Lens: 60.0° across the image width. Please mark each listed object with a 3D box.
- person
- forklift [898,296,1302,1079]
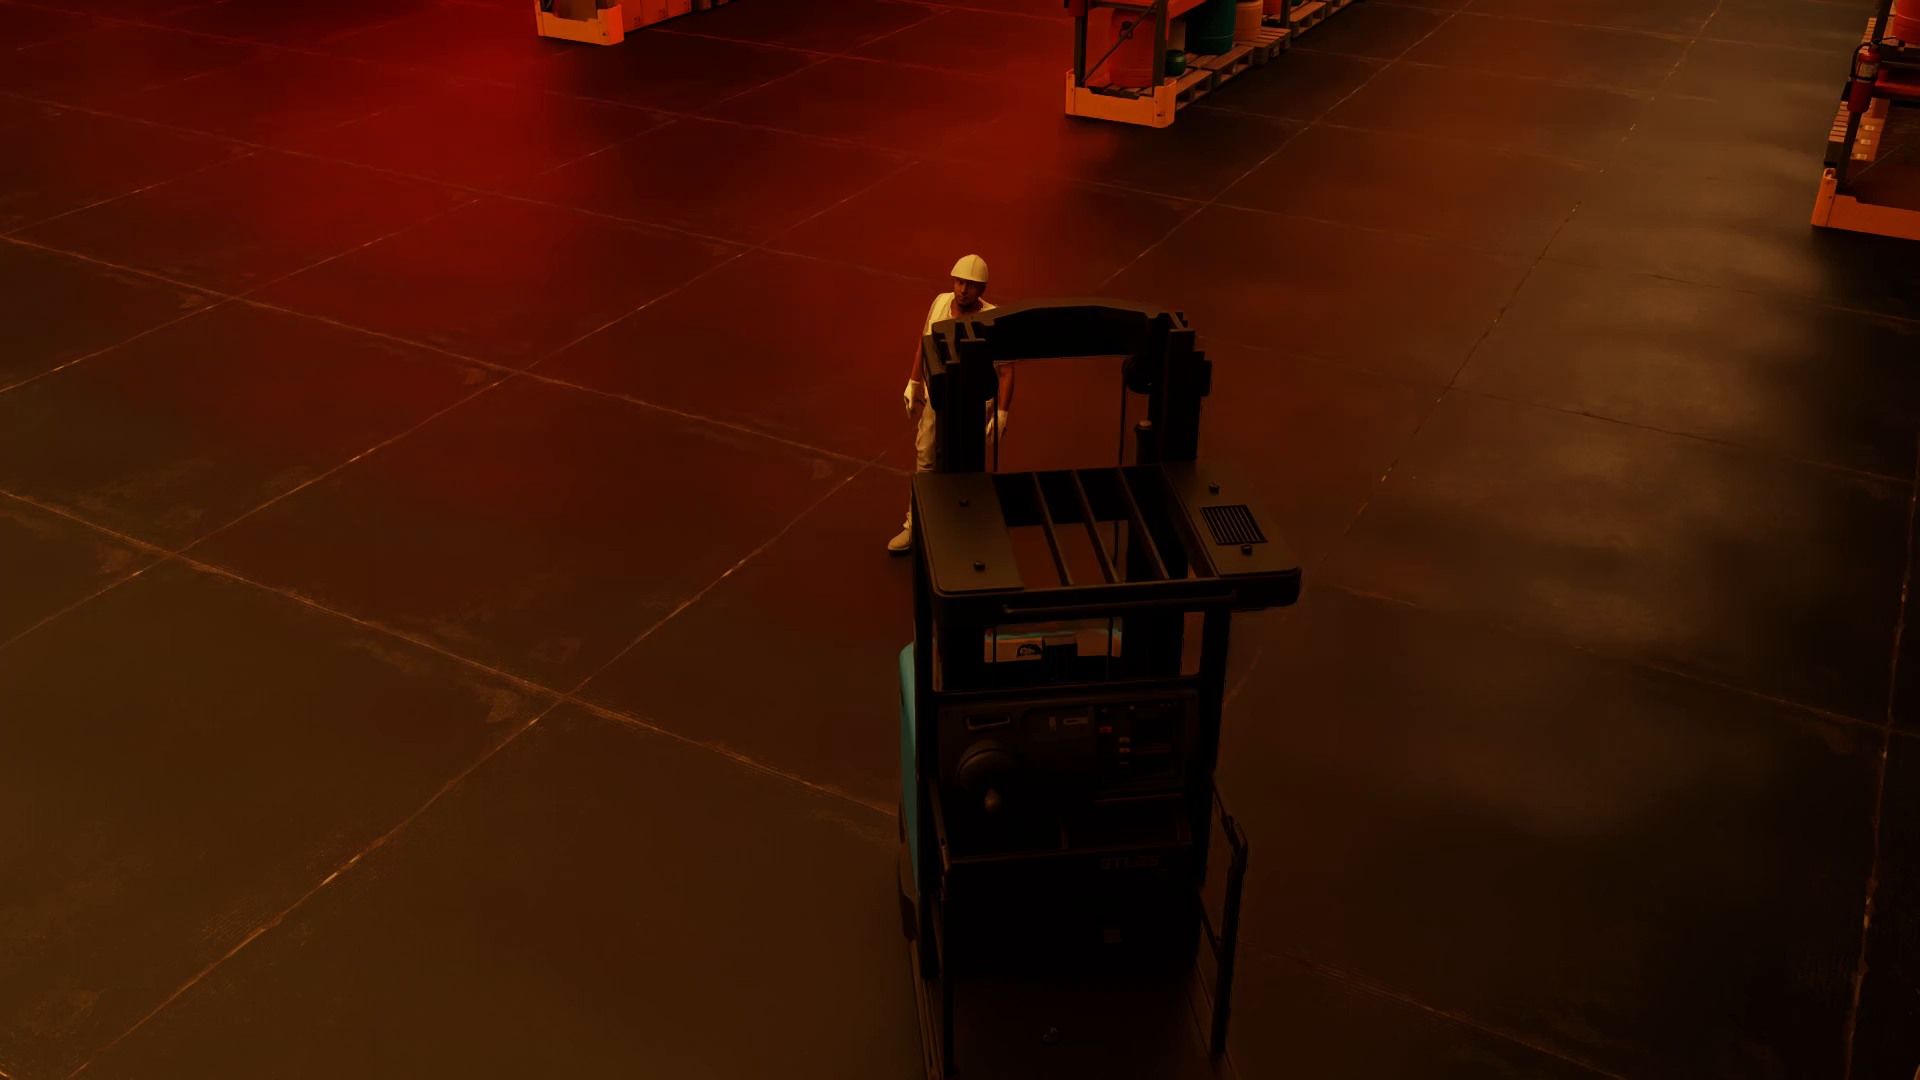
[{"bbox_3d":[-0.042,-0.749,9.503,0.656,1.781,0.576,15,33,25],"label":"person"},{"bbox_3d":[0.415,0.791,5.700,1.130,2.935,3.031,-3,30,-6],"label":"forklift"}]
